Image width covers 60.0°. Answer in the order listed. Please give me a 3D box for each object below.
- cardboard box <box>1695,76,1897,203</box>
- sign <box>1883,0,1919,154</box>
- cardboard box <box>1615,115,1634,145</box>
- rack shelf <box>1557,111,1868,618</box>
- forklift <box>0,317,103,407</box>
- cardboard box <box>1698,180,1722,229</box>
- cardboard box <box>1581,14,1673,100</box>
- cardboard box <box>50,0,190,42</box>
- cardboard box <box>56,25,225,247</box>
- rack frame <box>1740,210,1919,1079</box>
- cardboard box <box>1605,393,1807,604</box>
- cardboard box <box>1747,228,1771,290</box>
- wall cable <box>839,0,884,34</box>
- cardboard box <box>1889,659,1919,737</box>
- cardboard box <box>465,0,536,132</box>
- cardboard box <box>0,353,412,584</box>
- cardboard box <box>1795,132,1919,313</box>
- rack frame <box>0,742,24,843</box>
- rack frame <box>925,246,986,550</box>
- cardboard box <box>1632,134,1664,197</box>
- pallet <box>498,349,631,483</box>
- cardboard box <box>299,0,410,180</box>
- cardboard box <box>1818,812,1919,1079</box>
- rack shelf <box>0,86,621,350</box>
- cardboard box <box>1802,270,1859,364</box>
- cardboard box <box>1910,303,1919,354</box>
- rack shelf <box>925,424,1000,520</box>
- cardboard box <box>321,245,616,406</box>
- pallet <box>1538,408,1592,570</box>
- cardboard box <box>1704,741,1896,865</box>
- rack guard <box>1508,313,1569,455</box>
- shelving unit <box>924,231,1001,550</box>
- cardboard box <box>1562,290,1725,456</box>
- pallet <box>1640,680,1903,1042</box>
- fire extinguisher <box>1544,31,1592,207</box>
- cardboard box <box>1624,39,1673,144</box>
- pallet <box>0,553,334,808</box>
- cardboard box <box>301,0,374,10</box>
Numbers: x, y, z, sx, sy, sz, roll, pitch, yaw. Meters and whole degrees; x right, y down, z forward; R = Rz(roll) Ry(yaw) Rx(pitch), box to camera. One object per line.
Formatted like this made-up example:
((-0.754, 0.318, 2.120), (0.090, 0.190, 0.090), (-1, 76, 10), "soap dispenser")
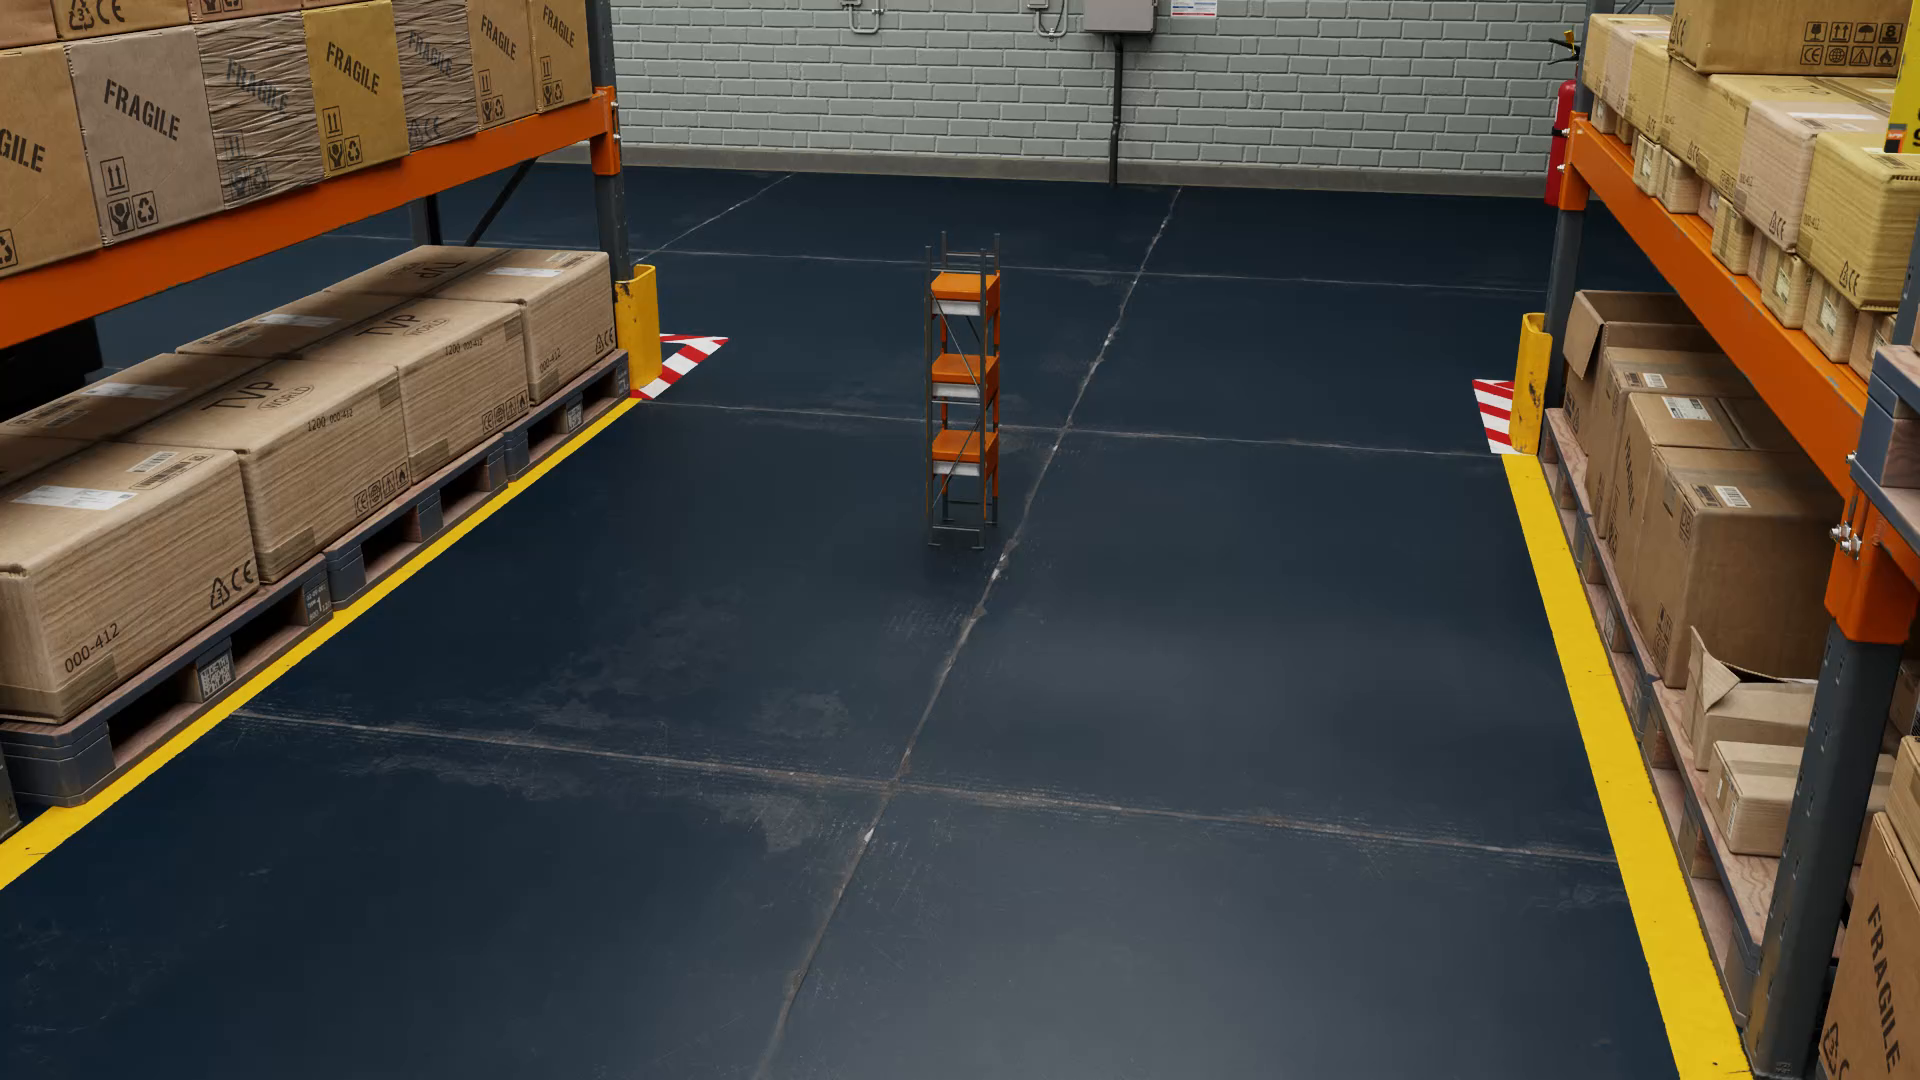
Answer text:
((2.116, -0.962, 4.029), (0.500, 0.250, 0.500), (4, 22, 11), "cardboard box")
((1.516, -0.763, 2.574), (0.100, 0.325, 0.005), (4, 22, 11), "sign")
((2.523, -1.473, 5.833), (0.380, 0.149, 0.250), (5, 22, 12), "cardboard box")
((2.457, -0.721, 4.590), (1.077, 0.370, 4.000), (4, 22, 11), "rack shelf")
((-4.853, -1.622, 5.957), (1.130, 2.935, 3.031), (7, 23, 16), "forklift")
((2.199, -0.905, 4.422), (0.380, 0.149, 0.250), (4, 22, 11), "cardboard box")
((2.509, -1.709, 5.884), (0.500, 0.250, 0.500), (5, 22, 11), "cardboard box")
((-2.368, -1.550, 4.215), (0.500, 0.500, 0.500), (4, 22, 10), "cardboard box")
((-2.352, -1.082, 4.390), (0.500, 0.500, 0.500), (5, 22, 11), "cardboard box")
((2.049, -0.323, 2.640), (1.000, 3.000, 0.127), (4, 22, 11), "rack frame")
((2.229, -0.109, 4.893), (0.500, 0.500, 0.500), (5, 22, 12), "cardboard box")
((2.008, -0.630, 3.738), (0.380, 0.149, 0.250), (5, 22, 12), "cardboard box")
((-0.867, -4.712, 12.138), (0.585, 1.953, 0.123), (4, 22, 11), "wall cable")
((2.504, 0.423, 4.043), (0.380, 0.149, 0.250), (4, 22, 10), "cardboard box")
((-1.951, -1.830, 6.249), (0.500, 0.500, 0.500), (4, 22, 10), "cardboard box")
((-2.396, -0.255, 5.339), (0.875, 0.438, 0.875), (4, 22, 9), "cardboard box")
((1.914, -0.596, 3.121), (0.500, 0.250, 0.500), (5, 22, 12), "cardboard box")
((-2.811, -0.700, 3.576), (1.000, 3.000, 0.127), (4, 22, 11), "rack frame")
((-0.014, -0.462, 5.595), (0.200, 1.050, 0.008), (4, 22, 11), "rack frame")
((2.218, -1.102, 4.912), (0.380, 0.149, 0.250), (4, 22, 9), "cardboard box")
((-2.081, -0.571, 6.988), (1.003, 0.211, 1.213), (4, 22, 11), "pallet")
((-2.139, -1.451, 5.308), (0.500, 0.500, 0.500), (5, 22, 13), "cardboard box")
((1.730, 0.802, 2.632), (0.500, 0.500, 0.500), (5, 23, 13), "cardboard box")
((-2.403, -1.098, 5.527), (1.077, 0.370, 4.000), (4, 22, 11), "rack shelf")
((1.899, -0.439, 3.265), (0.380, 0.149, 0.250), (5, 22, 12), "cardboard box")
((1.731, -0.404, 2.146), (0.700, 0.500, 0.500), (5, 22, 12), "cardboard box")
((0.011, -0.239, 5.814), (0.215, 0.259, 0.240), (4, 22, 11), "rack shelf")
((-2.032, -0.920, 6.990), (0.875, 0.438, 0.875), (4, 22, 9), "cardboard box")
((2.688, -0.173, 6.000), (1.003, 0.211, 1.213), (4, 22, 11), "pallet")
((1.875, 0.579, 3.656), (0.380, 0.149, 0.250), (4, 22, 9), "cardboard box")
((2.850, -0.598, 6.670), (1.175, 0.500, 0.348), (4, 22, 11), "rack guard")
((0.011, -0.507, 5.706), (0.215, 1.050, 0.252), (4, 22, 11), "shelving unit")
((2.648, -0.606, 6.123), (0.797, 0.503, 0.637), (4, 22, 9), "cardboard box")
((2.190, 0.720, 3.784), (1.003, 0.211, 1.213), (4, 22, 11), "pallet")
((2.443, -1.666, 6.577), (0.296, 0.674, 0.183), (4, 22, 11), "fire extinguisher")
((2.306, -1.339, 4.965), (0.500, 0.250, 0.500), (4, 22, 10), "cardboard box")
((-2.579, 0.322, 4.773), (1.003, 0.211, 1.213), (4, 22, 11), "pallet")
((-2.147, -1.921, 5.135), (0.500, 0.500, 0.500), (4, 22, 11), "cardboard box")
